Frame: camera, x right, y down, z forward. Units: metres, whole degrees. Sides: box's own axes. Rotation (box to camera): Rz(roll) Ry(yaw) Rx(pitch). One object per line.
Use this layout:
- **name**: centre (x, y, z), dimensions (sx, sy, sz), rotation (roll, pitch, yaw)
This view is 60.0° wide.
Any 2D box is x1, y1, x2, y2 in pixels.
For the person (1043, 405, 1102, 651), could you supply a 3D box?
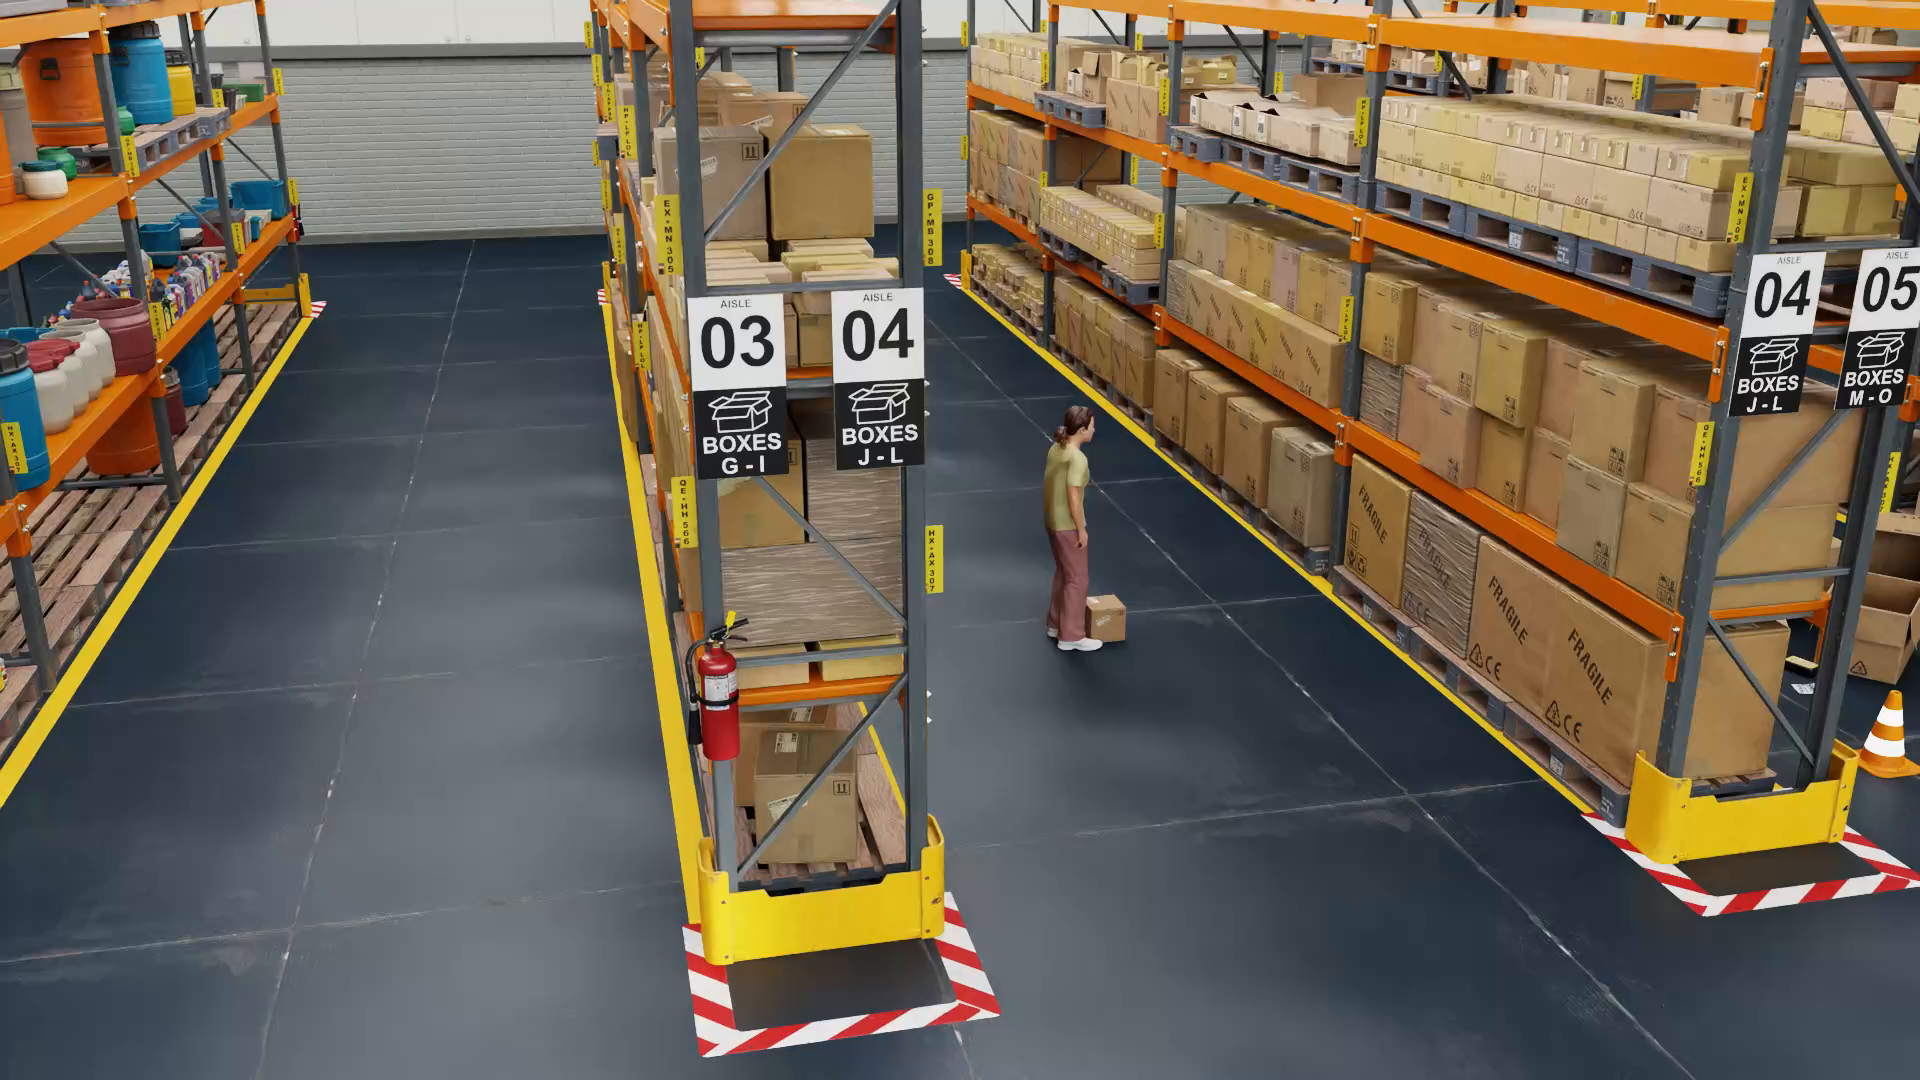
- **person**: centre (0.758, -0.096, 11.344), dimensions (0.366, 1.671, 0.519), rotation (-6, 21, -16)
